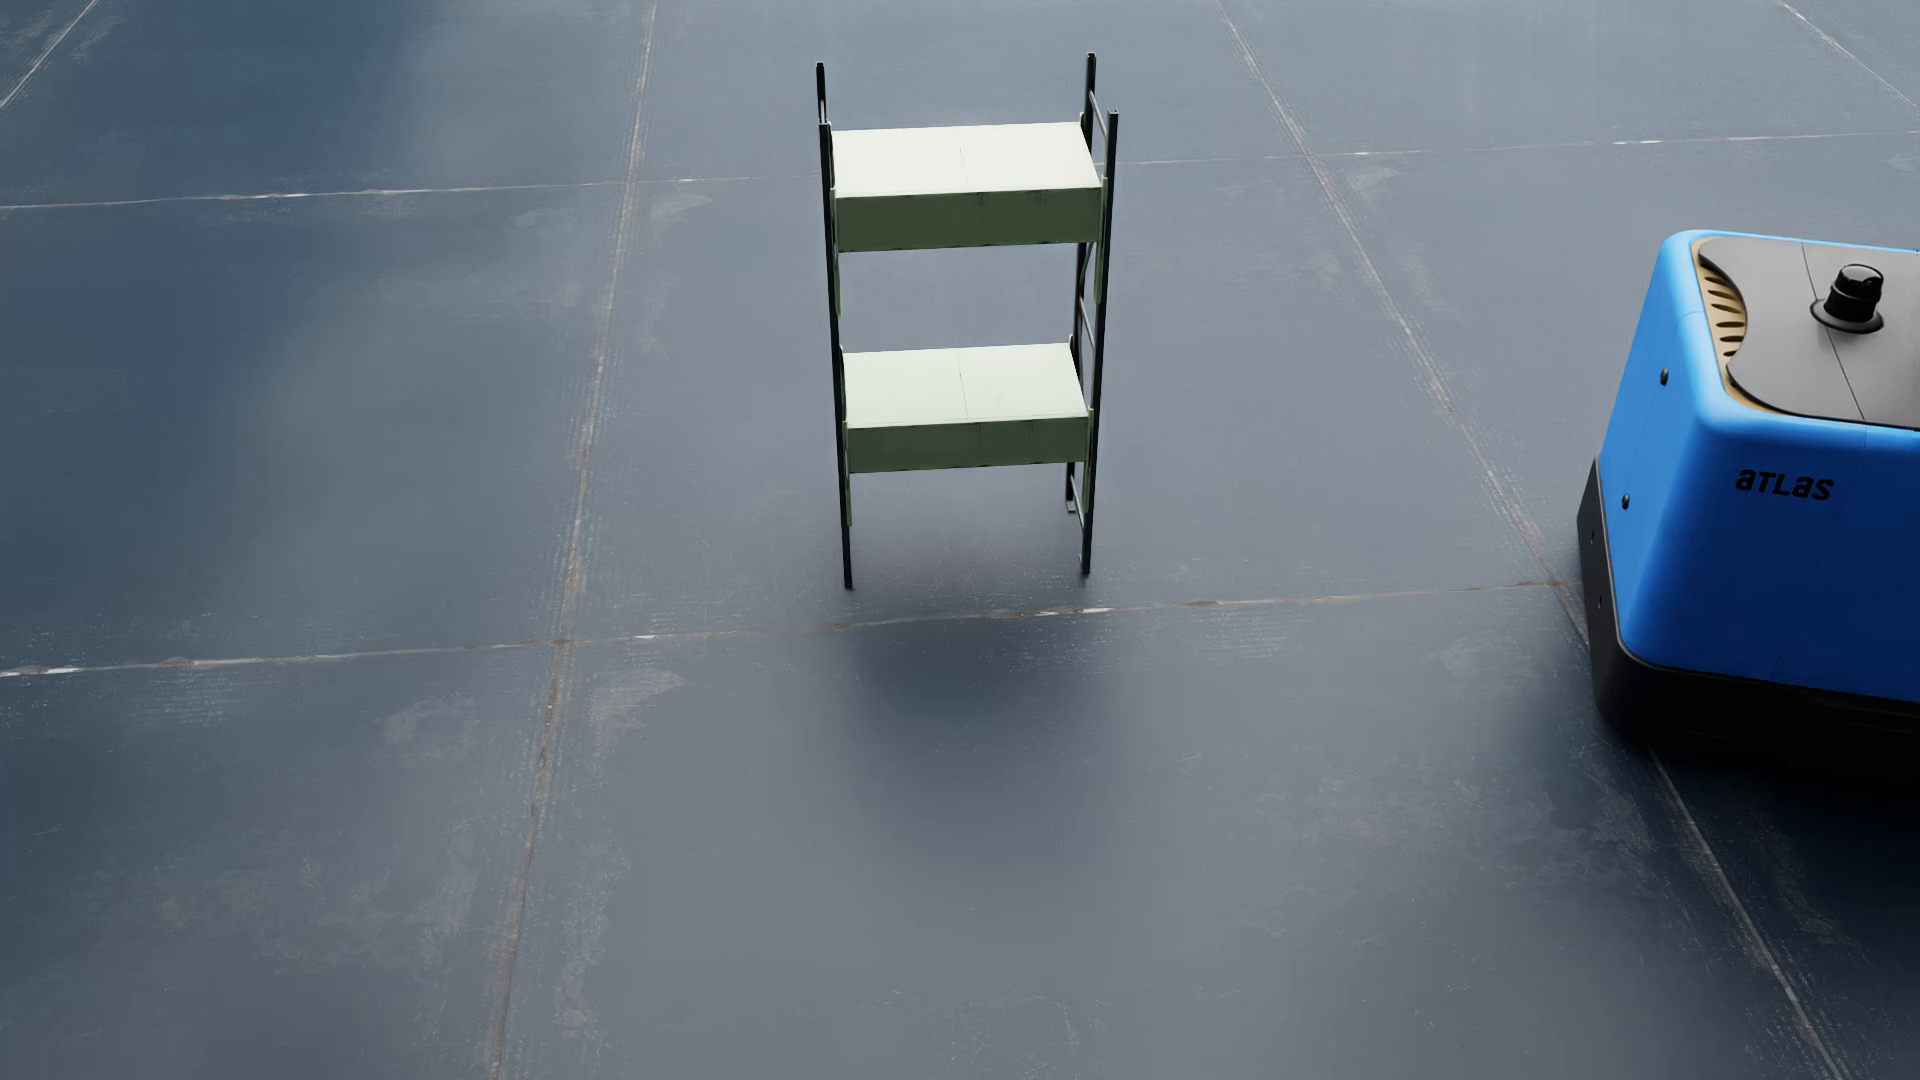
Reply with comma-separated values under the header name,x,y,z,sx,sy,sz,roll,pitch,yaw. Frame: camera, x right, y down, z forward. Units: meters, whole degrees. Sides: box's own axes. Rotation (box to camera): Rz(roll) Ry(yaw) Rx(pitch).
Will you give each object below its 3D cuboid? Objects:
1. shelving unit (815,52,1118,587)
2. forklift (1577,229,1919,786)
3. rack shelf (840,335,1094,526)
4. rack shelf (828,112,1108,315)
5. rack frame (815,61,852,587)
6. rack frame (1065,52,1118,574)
name,x,y,z,sx,sy,sz,roll,pitch,yaw
shelving unit,0.007,-0.589,4.786,0.755,1.500,0.431,-3,38,-4
forklift,3.315,-0.692,3.760,3.031,2.935,1.130,8,39,10
rack shelf,0.007,-0.333,4.988,0.720,0.370,0.431,-3,38,-4
rack shelf,0.007,-0.896,4.544,0.720,0.370,0.431,-3,38,-4
rack frame,-0.358,-0.569,4.760,0.023,1.500,0.400,-3,38,-4
rack frame,0.371,-0.609,4.811,0.023,1.500,0.400,-3,38,-4
